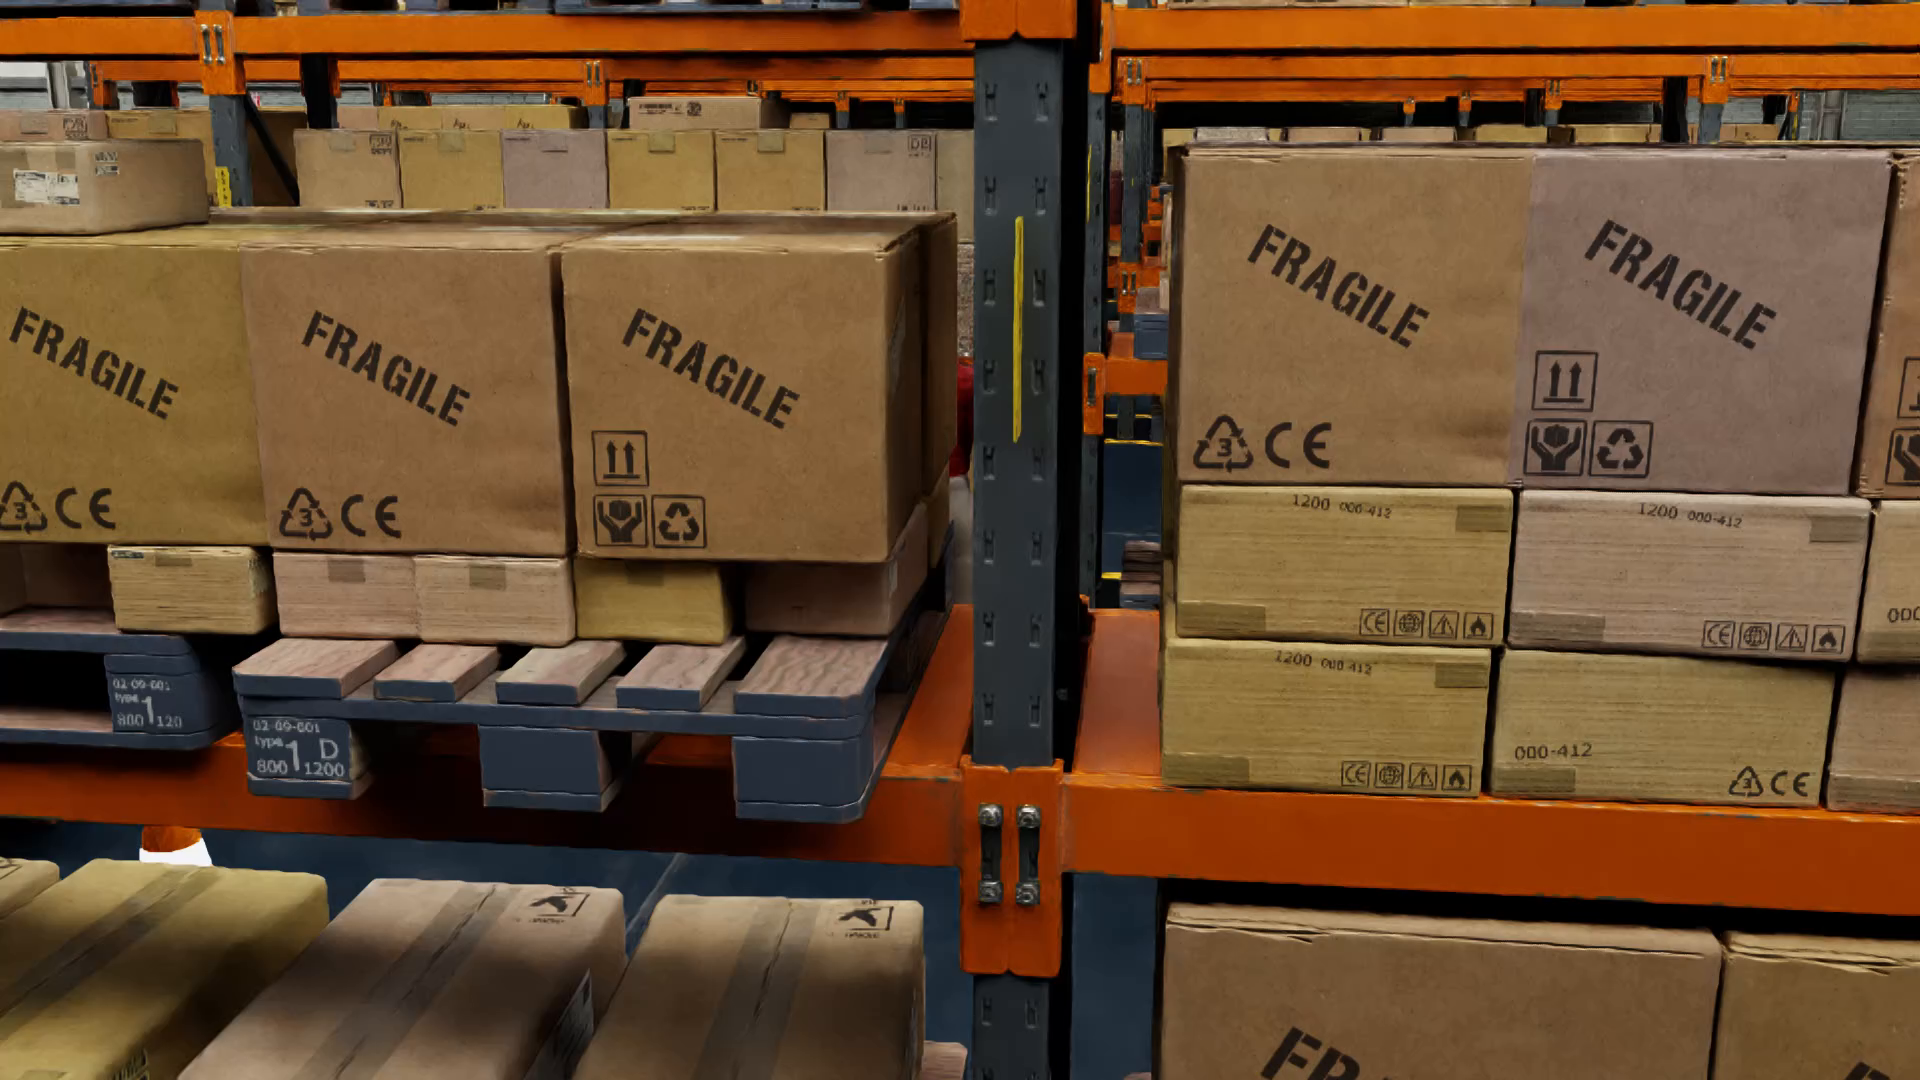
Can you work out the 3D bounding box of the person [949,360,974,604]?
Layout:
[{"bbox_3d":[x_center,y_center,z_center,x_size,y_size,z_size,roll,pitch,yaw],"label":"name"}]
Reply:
[{"bbox_3d":[-0.190,-0.059,6.207,0.696,1.730,0.360,-5,15,-19],"label":"person"}]
